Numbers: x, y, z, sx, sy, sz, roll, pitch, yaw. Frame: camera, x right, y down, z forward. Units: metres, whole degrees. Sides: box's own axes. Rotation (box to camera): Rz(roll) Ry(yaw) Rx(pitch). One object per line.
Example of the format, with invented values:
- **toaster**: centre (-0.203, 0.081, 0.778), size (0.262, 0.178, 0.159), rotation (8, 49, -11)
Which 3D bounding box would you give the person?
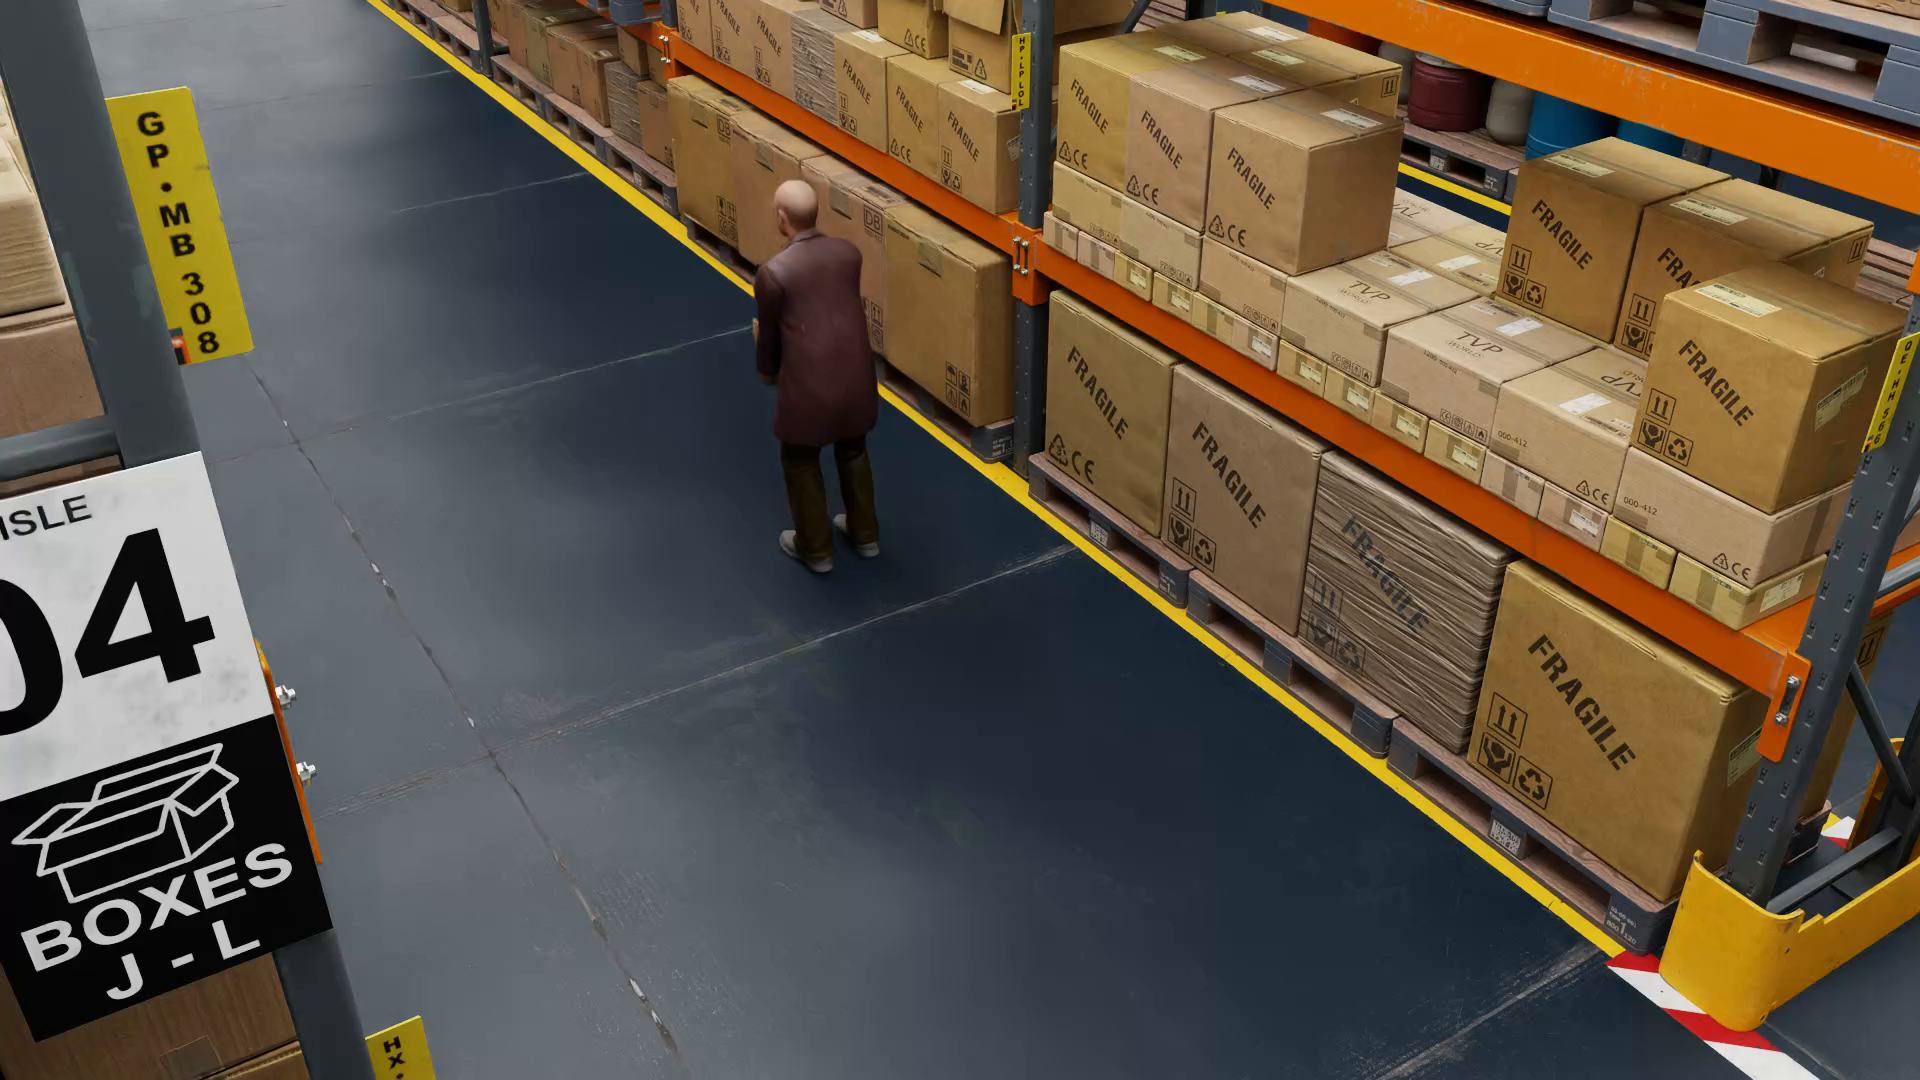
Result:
- **person**: centre (-0.643, -0.734, 7.341), size (0.531, 1.760, 0.591), rotation (-20, 37, -28)
